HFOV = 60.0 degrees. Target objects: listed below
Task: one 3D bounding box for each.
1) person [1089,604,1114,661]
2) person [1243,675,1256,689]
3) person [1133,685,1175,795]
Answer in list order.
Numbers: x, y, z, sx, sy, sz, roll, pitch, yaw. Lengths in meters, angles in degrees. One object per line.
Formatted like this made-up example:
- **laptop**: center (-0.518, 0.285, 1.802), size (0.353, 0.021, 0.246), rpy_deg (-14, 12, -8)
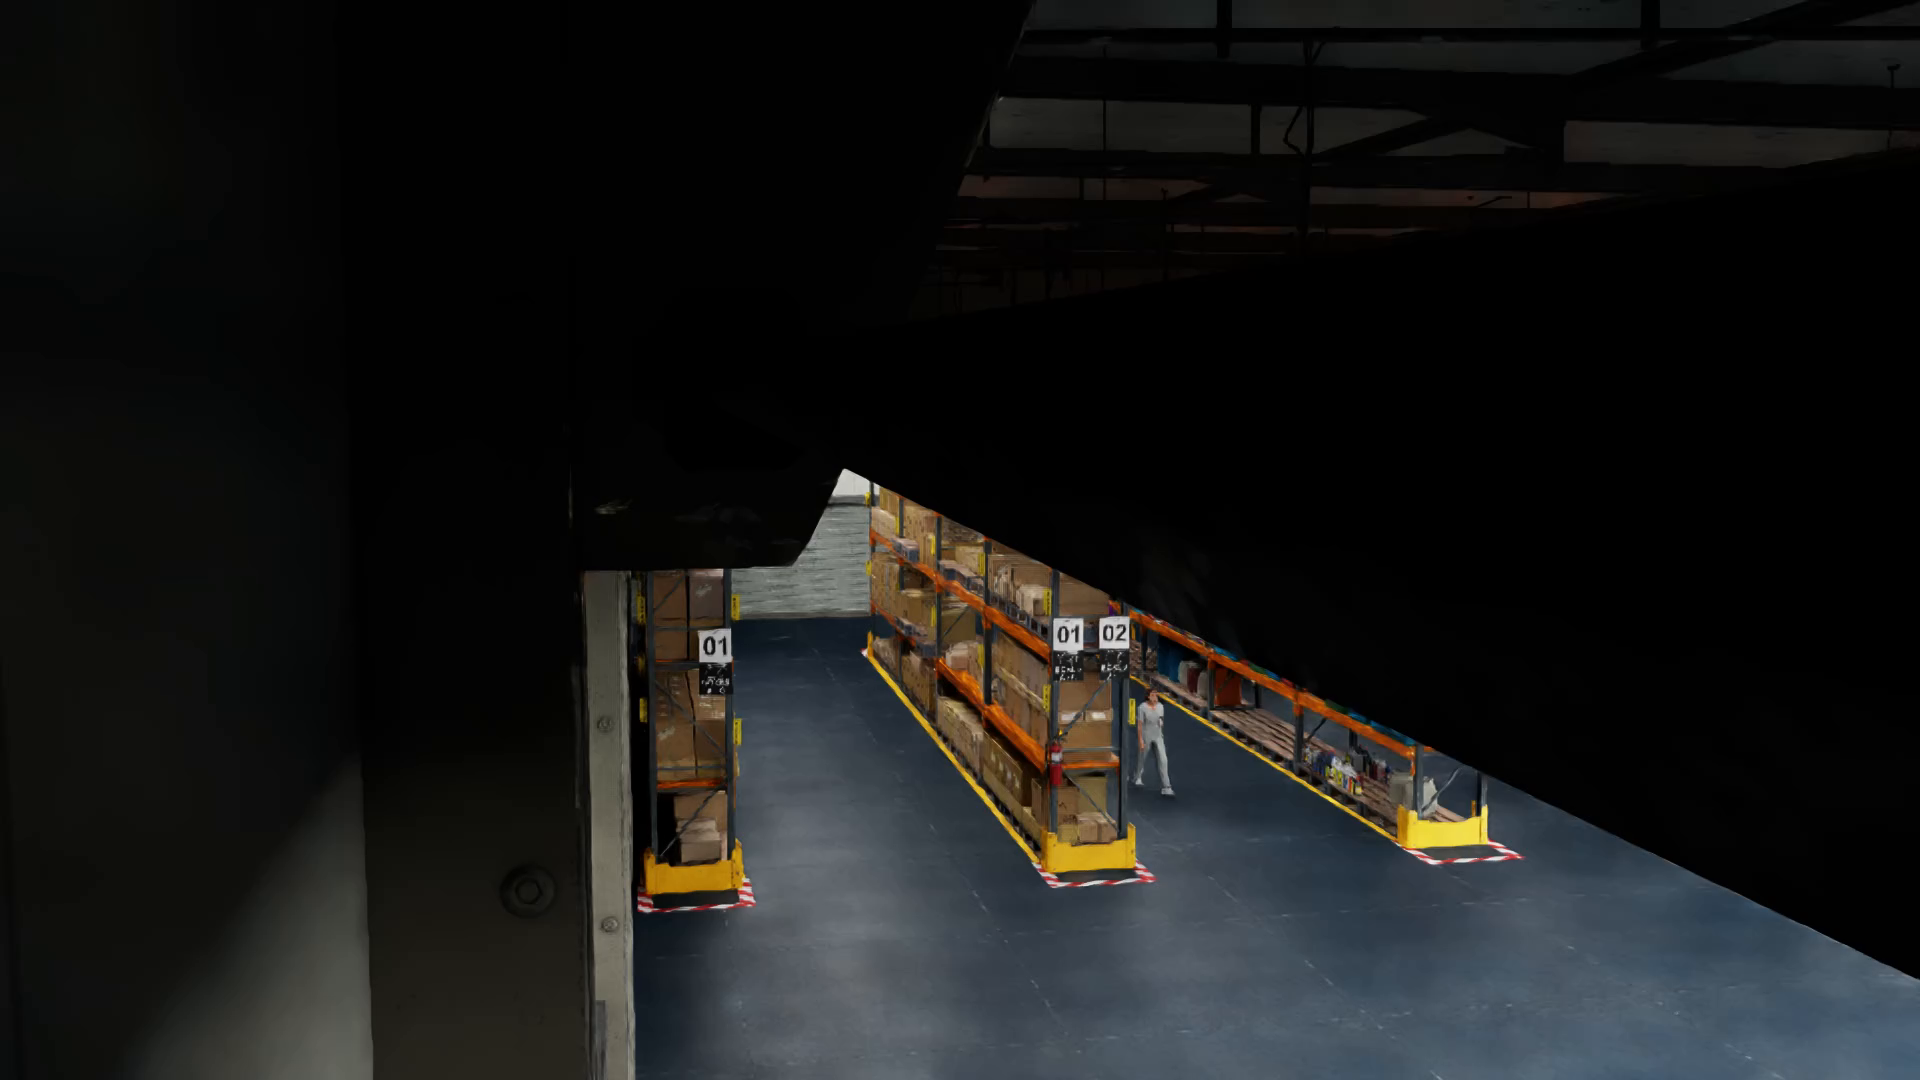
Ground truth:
- **person**: center (2.907, 1.886, 34.453), size (0.580, 1.732, 0.954), rpy_deg (1, 6, 7)
- **person**: center (5.819, 2.034, 32.904), size (0.567, 1.736, 1.044), rpy_deg (-1, 6, -12)
- **person**: center (2.836, 2.939, 24.719), size (0.449, 1.586, 1.099), rpy_deg (-1, 6, -13)
